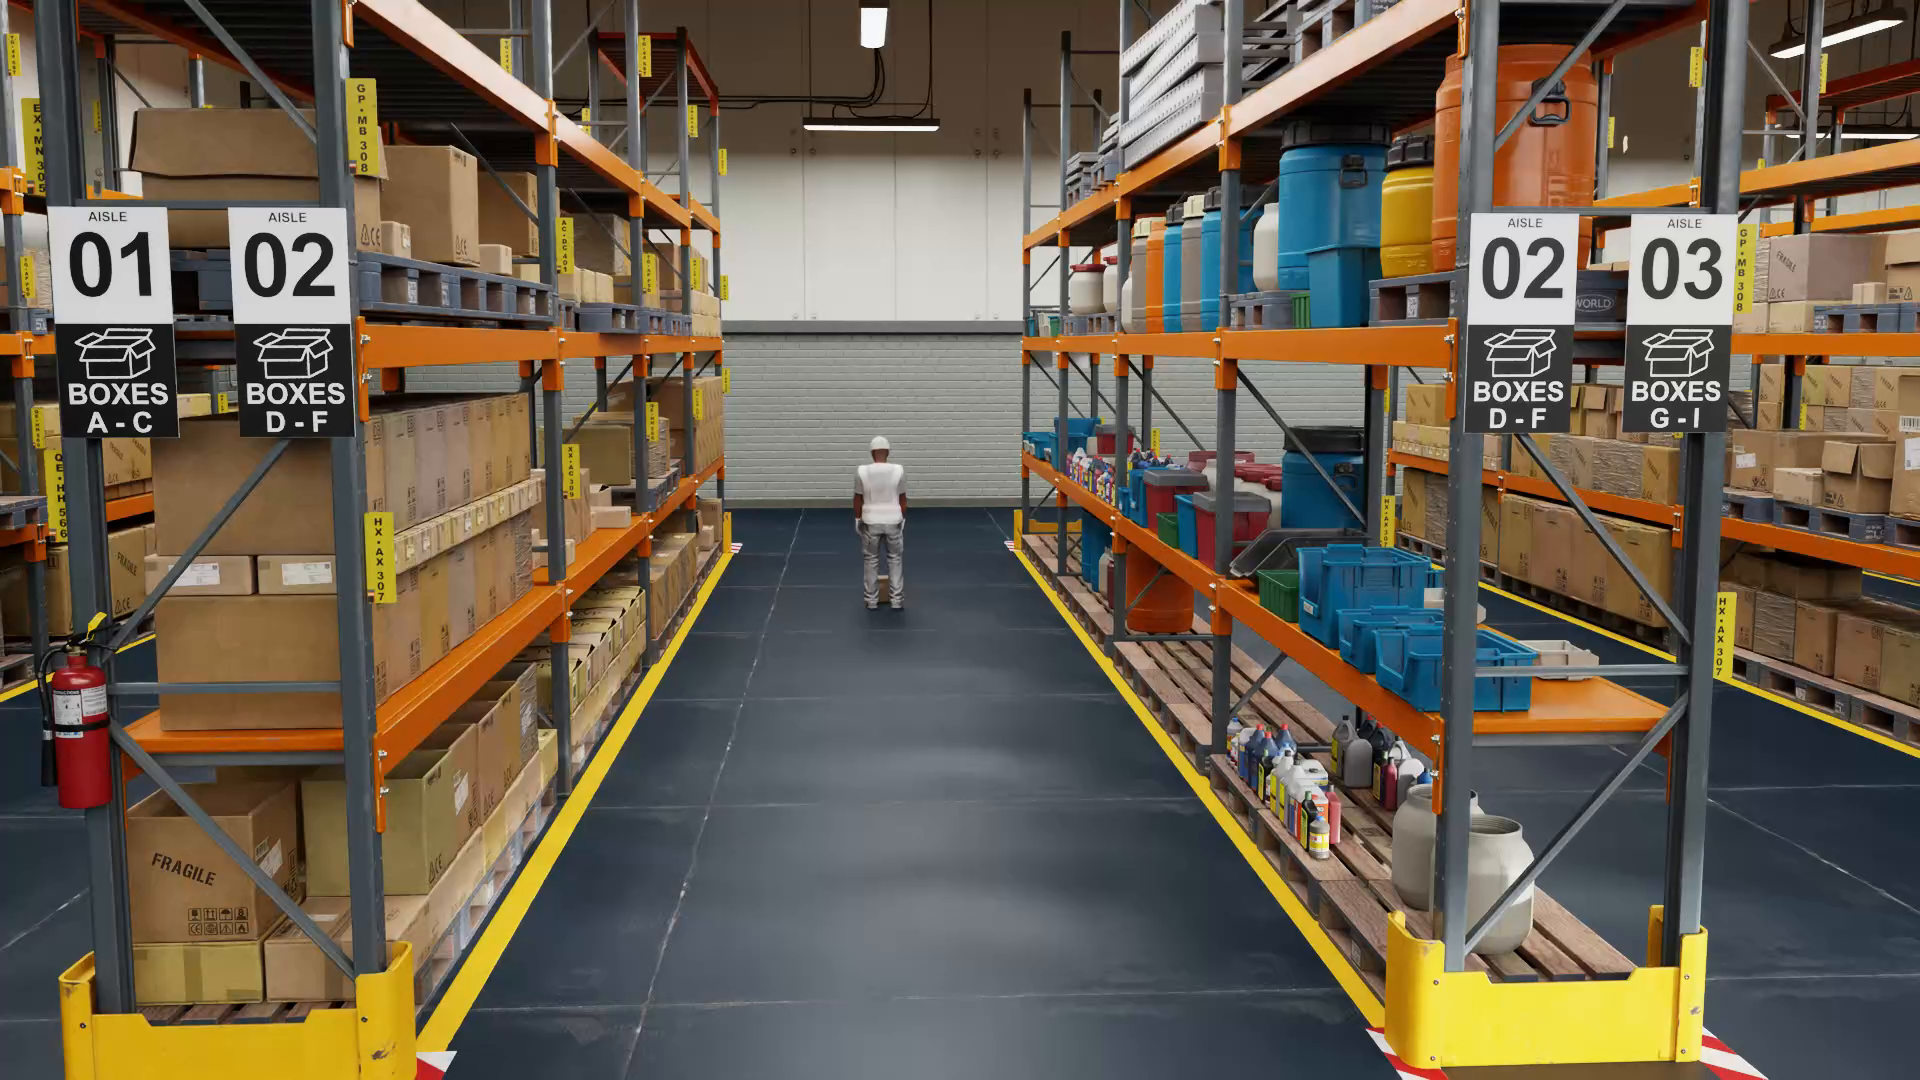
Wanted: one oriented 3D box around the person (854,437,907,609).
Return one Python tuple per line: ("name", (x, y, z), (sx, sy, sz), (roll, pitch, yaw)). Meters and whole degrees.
("person", (-0.822, -0.174, 17.184), (0.551, 1.775, 0.367), (0, 7, -3))
